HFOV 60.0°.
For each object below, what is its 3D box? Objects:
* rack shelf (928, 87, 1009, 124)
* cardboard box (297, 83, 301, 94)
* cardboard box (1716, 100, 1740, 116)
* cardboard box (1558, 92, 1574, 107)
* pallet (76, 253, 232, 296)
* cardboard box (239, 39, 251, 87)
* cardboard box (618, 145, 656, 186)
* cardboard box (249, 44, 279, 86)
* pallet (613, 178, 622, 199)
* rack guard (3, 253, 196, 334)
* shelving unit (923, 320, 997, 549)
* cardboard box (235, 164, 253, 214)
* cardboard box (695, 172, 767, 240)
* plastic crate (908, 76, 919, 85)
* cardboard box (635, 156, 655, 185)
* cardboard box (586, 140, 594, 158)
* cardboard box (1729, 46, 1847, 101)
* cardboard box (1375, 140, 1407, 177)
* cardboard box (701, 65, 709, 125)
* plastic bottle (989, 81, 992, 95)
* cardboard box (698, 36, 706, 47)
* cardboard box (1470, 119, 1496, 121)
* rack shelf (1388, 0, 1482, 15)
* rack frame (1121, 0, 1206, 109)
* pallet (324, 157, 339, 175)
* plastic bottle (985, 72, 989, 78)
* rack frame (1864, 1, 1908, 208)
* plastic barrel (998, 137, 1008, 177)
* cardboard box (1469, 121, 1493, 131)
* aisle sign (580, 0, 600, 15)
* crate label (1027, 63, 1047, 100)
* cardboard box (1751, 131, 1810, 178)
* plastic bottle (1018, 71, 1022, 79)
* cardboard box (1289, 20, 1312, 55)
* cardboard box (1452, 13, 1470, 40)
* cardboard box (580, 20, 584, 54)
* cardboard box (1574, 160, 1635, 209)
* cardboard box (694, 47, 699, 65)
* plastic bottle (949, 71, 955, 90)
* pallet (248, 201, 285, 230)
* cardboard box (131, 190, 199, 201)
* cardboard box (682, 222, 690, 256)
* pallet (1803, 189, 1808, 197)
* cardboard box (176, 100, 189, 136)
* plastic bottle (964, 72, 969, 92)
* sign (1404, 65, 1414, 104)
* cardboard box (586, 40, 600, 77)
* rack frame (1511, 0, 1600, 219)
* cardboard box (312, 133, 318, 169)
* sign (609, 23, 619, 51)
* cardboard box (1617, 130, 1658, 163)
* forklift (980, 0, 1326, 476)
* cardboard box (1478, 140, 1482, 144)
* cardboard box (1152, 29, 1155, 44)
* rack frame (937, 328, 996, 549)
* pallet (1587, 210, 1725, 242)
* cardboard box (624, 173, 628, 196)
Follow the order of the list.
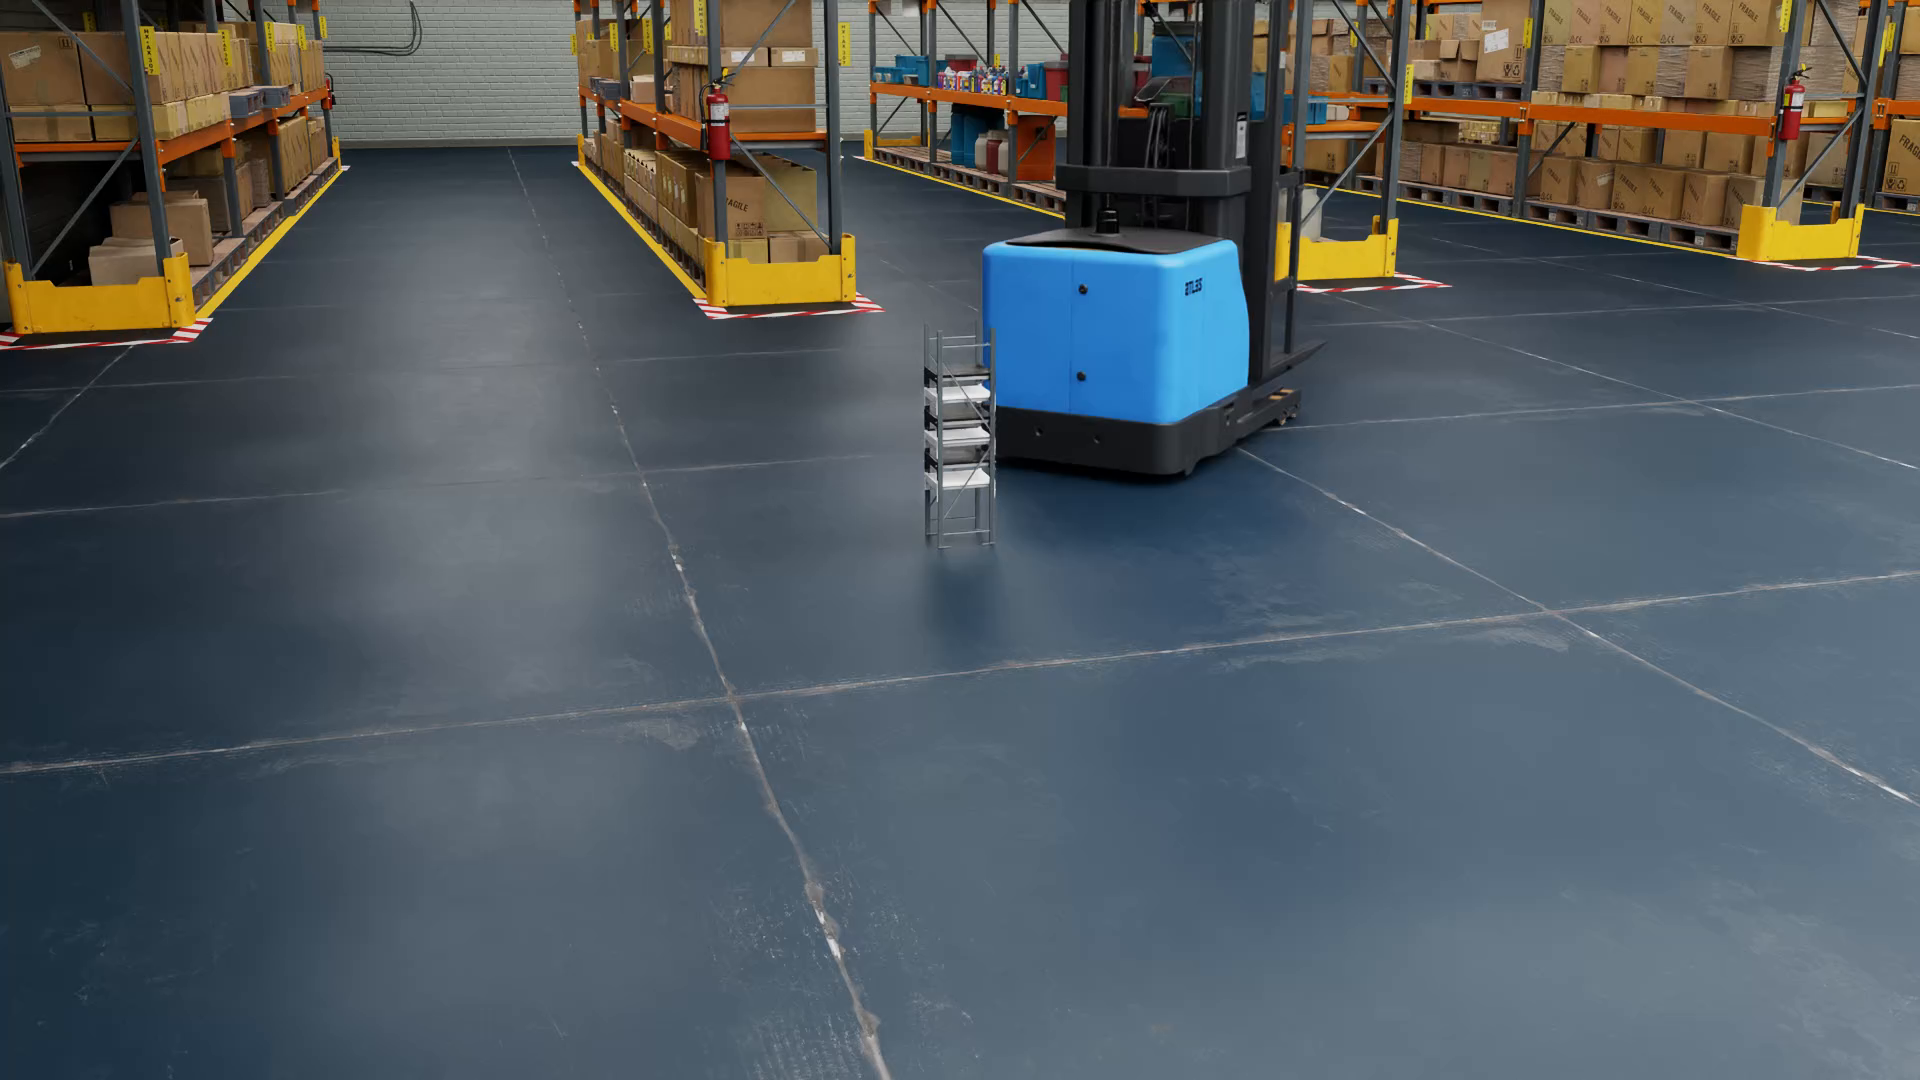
[{"bbox_3d":[0.577,-6.176,23.547,1.077,0.370,4.000,-5,17,-15],"label":"rack shelf"},{"bbox_3d":[-9.041,-6.040,22.248,0.380,0.149,0.250,-4,17,-14],"label":"cardboard box"},{"bbox_3d":[7.624,-4.222,16.230,0.380,0.149,0.250,-5,17,-15],"label":"cardboard box"},{"bbox_3d":[6.910,-4.911,18.525,0.380,0.149,0.250,-5,17,-15],"label":"cardboard box"},{"bbox_3d":[-6.742,-2.221,13.978,1.003,0.211,1.213,-5,17,-15],"label":"pallet"},{"bbox_3d":[-8.080,-5.161,17.979,0.700,0.500,0.500,-6,18,-20],"label":"cardboard box"},{"bbox_3d":[-4.120,-4.830,21.398,0.500,0.500,0.500,-4,17,-13],"label":"cardboard box"},{"bbox_3d":[-8.286,-5.538,19.449,0.500,0.500,0.500,-4,17,-14],"label":"cardboard box"},{"bbox_3d":[-4.137,-4.787,22.522,1.003,0.211,1.213,-5,17,-15],"label":"pallet"},{"bbox_3d":[-6.221,-1.795,12.057,1.175,0.500,0.348,-5,17,-15],"label":"rack guard"},{"bbox_3d":[-0.002,-0.433,6.830,0.258,0.900,0.210,-5,17,-15],"label":"shelving unit"},{"bbox_3d":[-7.957,-3.715,17.687,0.700,0.500,0.500,-5,17,-16],"label":"cardboard box"},{"bbox_3d":[-1.872,-2.732,13.578,0.500,0.500,0.500,-5,17,-15],"label":"cardboard box"},{"bbox_3d":[-0.538,-7.259,26.276,0.437,0.125,0.590,-5,17,-15],"label":"plastic crate"},{"bbox_3d":[-3.343,-4.133,18.572,0.500,0.311,0.500,-5,17,-16],"label":"cardboard box"},{"bbox_3d":[-5.684,-6.234,26.505,0.500,0.250,0.500,-5,17,-15],"label":"cardboard box"},{"bbox_3d":[7.963,-4.490,15.995,0.875,0.500,0.500,-5,17,-15],"label":"cardboard box"},{"bbox_3d":[6.092,-5.188,22.590,0.700,0.500,0.500,-6,18,-18],"label":"cardboard box"},{"bbox_3d":[-1.834,-3.824,14.295,0.700,0.500,0.500,-5,17,-15],"label":"cardboard box"},{"bbox_3d":[0.448,-6.128,22.483,0.097,0.201,0.097,0,17,0],"label":"plastic bottle"},{"bbox_3d":[-1.858,-4.462,14.163,0.700,0.500,0.500,-5,17,-15],"label":"cardboard box"},{"bbox_3d":[9.316,-7.424,29.646,0.380,0.149,0.250,-5,18,-18],"label":"cardboard box"},{"bbox_3d":[9.037,-9.474,29.315,1.077,0.370,4.000,-5,17,-15],"label":"rack shelf"},{"bbox_3d":[2.226,-4.860,17.919,1.000,3.000,0.127,-5,17,-15],"label":"rack frame"},{"bbox_3d":[-10.302,-5.846,26.047,1.003,0.211,1.213,-5,17,-15],"label":"pallet"},{"bbox_3d":[0.379,-6.368,23.140,0.061,0.283,0.133,-5,17,-15],"label":"plastic bottle"},{"bbox_3d":[11.785,-5.616,20.435,1.000,3.000,0.127,-5,17,-15],"label":"rack frame"},{"bbox_3d":[0.735,-5.260,22.842,0.421,0.512,0.421,0,17,0],"label":"plastic barrel"},{"bbox_3d":[9.055,-7.163,28.777,0.380,0.149,0.250,-5,17,-16],"label":"cardboard box"},{"bbox_3d":[-6.137,-9.030,27.280,0.394,0.787,0.004,-5,17,-15],"label":"aisle sign"},{"bbox_3d":[1.140,-5.688,20.611,0.502,0.435,0.616,-5,17,-15],"label":"crate label"},{"bbox_3d":[11.267,-5.172,22.135,1.050,0.750,0.750,-5,17,-15],"label":"cardboard box"},{"bbox_3d":[0.788,-6.467,23.354,0.144,0.351,0.185,-5,17,-15],"label":"plastic bottle"},{"bbox_3d":[5.337,-7.456,24.641,0.797,0.503,0.637,-4,17,-13],"label":"cardboard box"},{"bbox_3d":[8.923,-8.892,28.912,0.500,0.500,0.500,-4,17,-14],"label":"cardboard box"},{"bbox_3d":[-5.683,-7.890,26.091,0.500,0.500,0.500,-4,17,-14],"label":"cardboard box"},{"bbox_3d":[7.225,-3.984,18.617,0.500,0.500,0.500,1,17,2],"label":"cardboard box"},{"bbox_3d":[-2.084,-4.171,14.321,0.380,0.149,0.250,-4,17,-14],"label":"cardboard box"},{"bbox_3d":[-0.105,-6.718,24.327,0.097,0.271,0.097,0,17,0],"label":"plastic bottle"},{"bbox_3d":[-8.185,-3.632,18.676,1.003,0.211,1.213,-5,17,-15],"label":"pallet"},{"bbox_3d":[-6.976,-2.807,14.662,0.500,0.500,0.500,-6,18,-19],"label":"cardboard box"},{"bbox_3d":[-2.158,-2.648,14.604,0.500,0.250,0.500,-5,17,-15],"label":"cardboard box"},{"bbox_3d":[11.162,-4.826,22.652,1.003,0.211,1.213,-5,17,-15],"label":"pallet"},{"bbox_3d":[-6.185,-3.211,12.654,0.500,0.250,0.500,-5,18,-17],"label":"cardboard box"},{"bbox_3d":[0.112,-6.499,23.597,0.097,0.271,0.097,0,17,0],"label":"plastic bottle"},{"bbox_3d":[3.855,-3.929,14.336,0.100,0.325,0.005,-5,17,-15],"label":"sign"},{"bbox_3d":[-4.821,-6.783,23.415,0.700,0.500,0.500,-12,20,-34],"label":"cardboard box"},{"bbox_3d":[6.988,-5.252,19.222,1.000,3.000,0.127,-5,17,-15],"label":"rack frame"},{"bbox_3d":[-9.740,-5.648,24.156,0.700,0.500,0.500,-5,17,-16],"label":"cardboard box"},{"bbox_3d":[-4.156,-6.047,19.995,0.100,0.325,0.005,-5,17,-15],"label":"sign"},{"bbox_3d":[10.254,-5.888,24.955,0.500,0.500,0.500,-5,17,-16],"label":"cardboard box"},{"bbox_3d":[1.237,-2.080,8.781,1.130,2.935,3.031,9,19,27],"label":"forklift"},{"bbox_3d":[9.160,-6.825,28.684,0.380,0.149,0.250,-4,17,-14],"label":"cardboard box"},{"bbox_3d":[3.700,-8.709,29.170,0.500,0.500,0.500,-5,17,-17],"label":"cardboard box"},{"bbox_3d":[0.026,-0.405,6.736,0.240,0.900,0.006,-5,17,-15],"label":"rack frame"},{"bbox_3d":[7.546,-3.395,17.889,1.003,0.211,1.213,-5,17,-15],"label":"pallet"},{"bbox_3d":[-3.775,-4.292,20.077,0.500,0.250,0.500,-5,17,-15],"label":"cardboard box"}]
